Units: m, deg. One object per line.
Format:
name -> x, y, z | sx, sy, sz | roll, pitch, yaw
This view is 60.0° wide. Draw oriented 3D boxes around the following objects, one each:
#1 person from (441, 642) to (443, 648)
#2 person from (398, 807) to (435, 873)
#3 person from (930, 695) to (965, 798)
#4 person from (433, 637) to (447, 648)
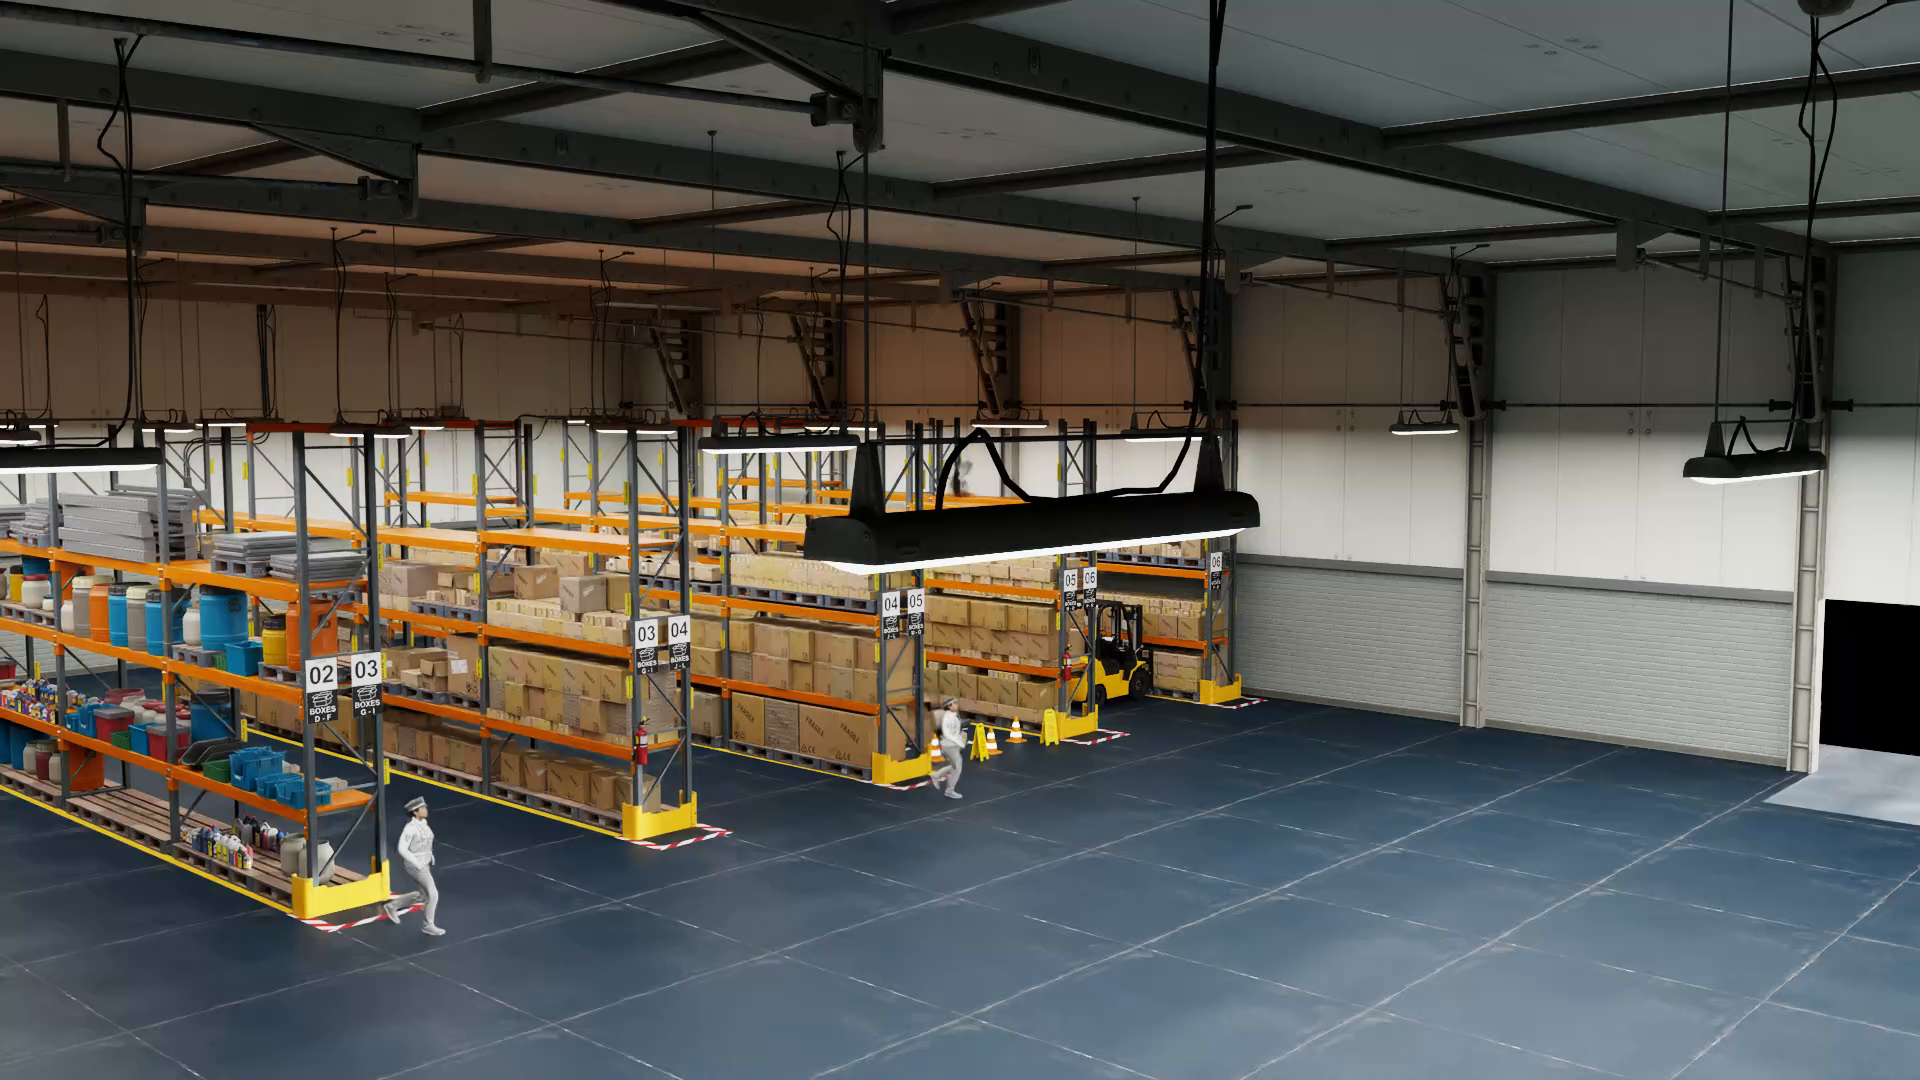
person -> -12.726, 2.199, 41.065 | 0.808, 1.595, 0.518 | -4, 6, -43
person -> -6.469, 3.518, 19.839 | 0.330, 0.844, 0.643 | 0, 5, -4
person -> -0.193, 3.322, 26.837 | 0.588, 1.666, 0.664 | 0, 5, 4
person -> -12.529, 2.157, 40.174 | 0.858, 1.771, 0.720 | 0, 5, 4
